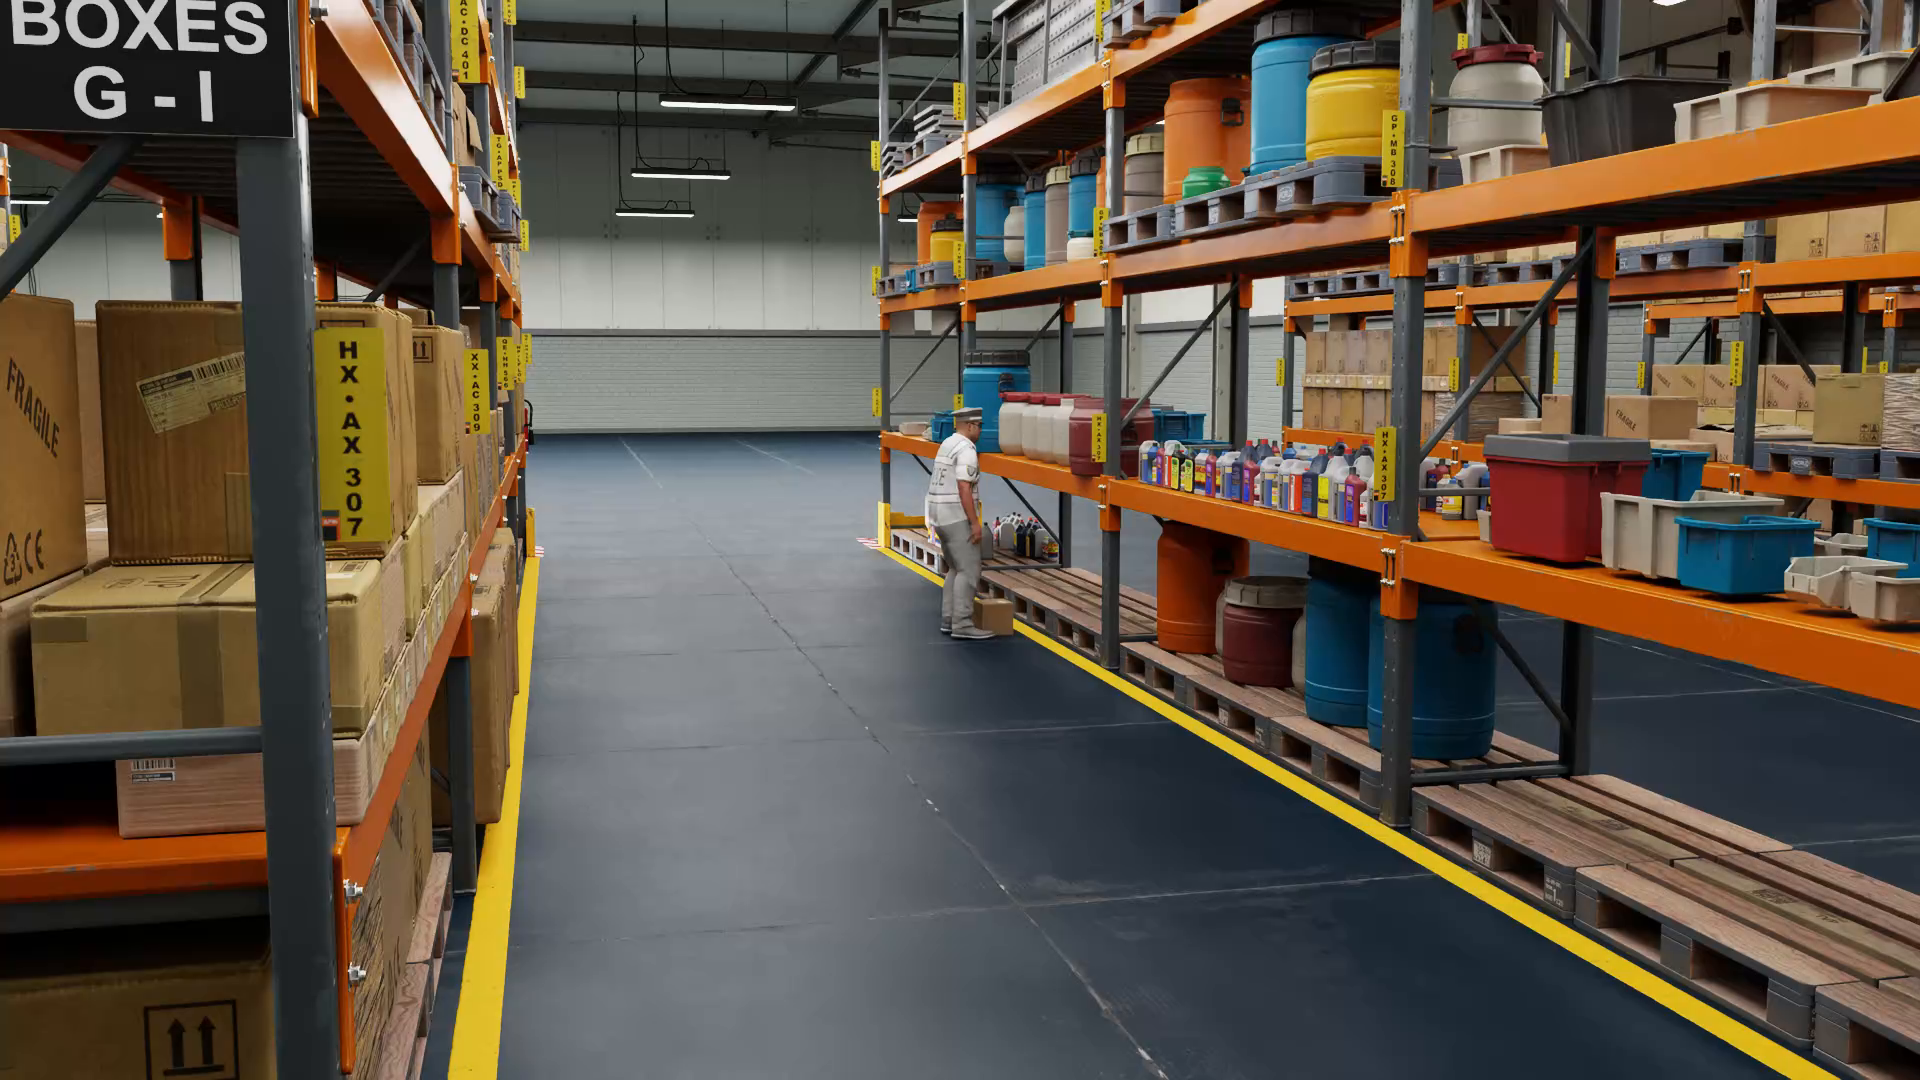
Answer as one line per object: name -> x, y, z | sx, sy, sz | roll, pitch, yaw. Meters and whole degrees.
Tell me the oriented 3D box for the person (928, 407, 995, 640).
person -> -0.010, -0.140, 12.723 | 0.434, 1.749, 0.606 | -2, 6, -17
